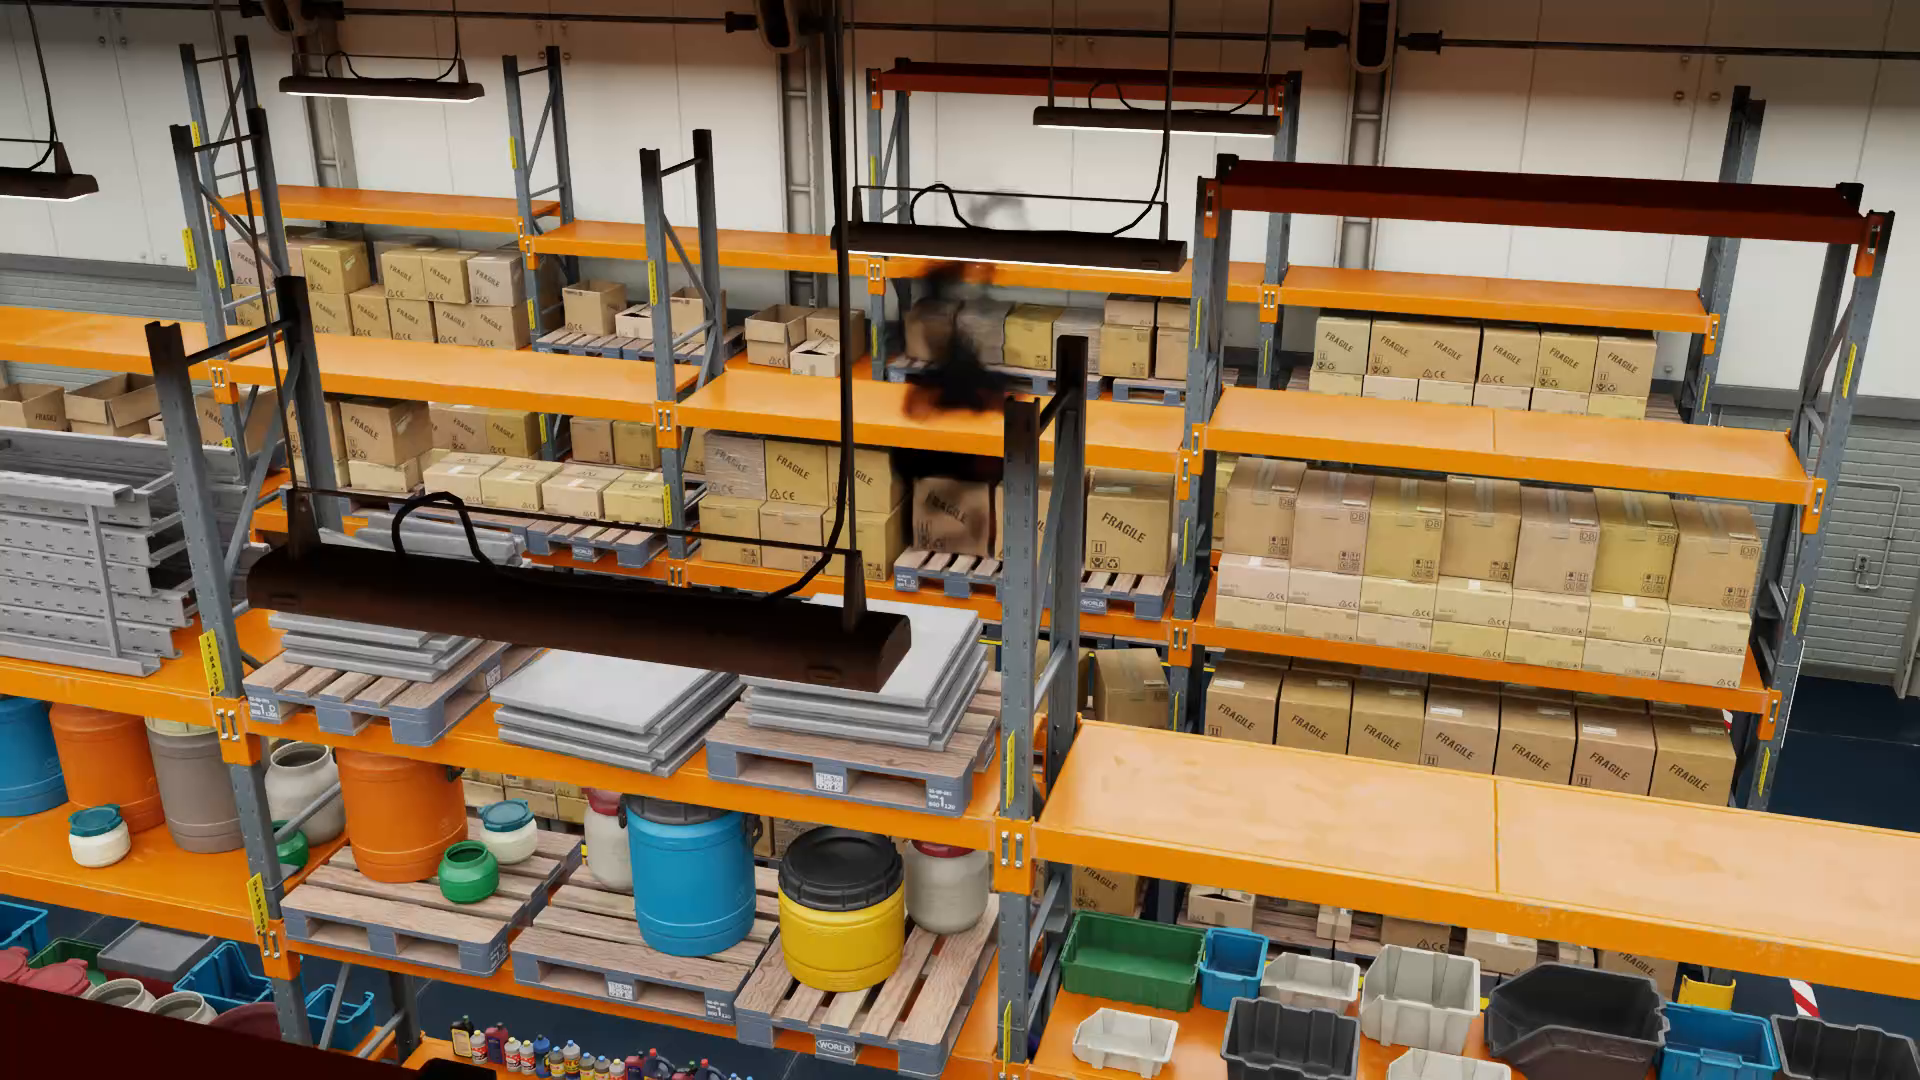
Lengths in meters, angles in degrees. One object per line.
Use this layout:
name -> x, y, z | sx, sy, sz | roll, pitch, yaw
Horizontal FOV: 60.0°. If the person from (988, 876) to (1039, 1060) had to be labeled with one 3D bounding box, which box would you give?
person -> 0.226, 2.994, 11.403 | 0.910, 1.625, 0.613 | 2, 23, 5
